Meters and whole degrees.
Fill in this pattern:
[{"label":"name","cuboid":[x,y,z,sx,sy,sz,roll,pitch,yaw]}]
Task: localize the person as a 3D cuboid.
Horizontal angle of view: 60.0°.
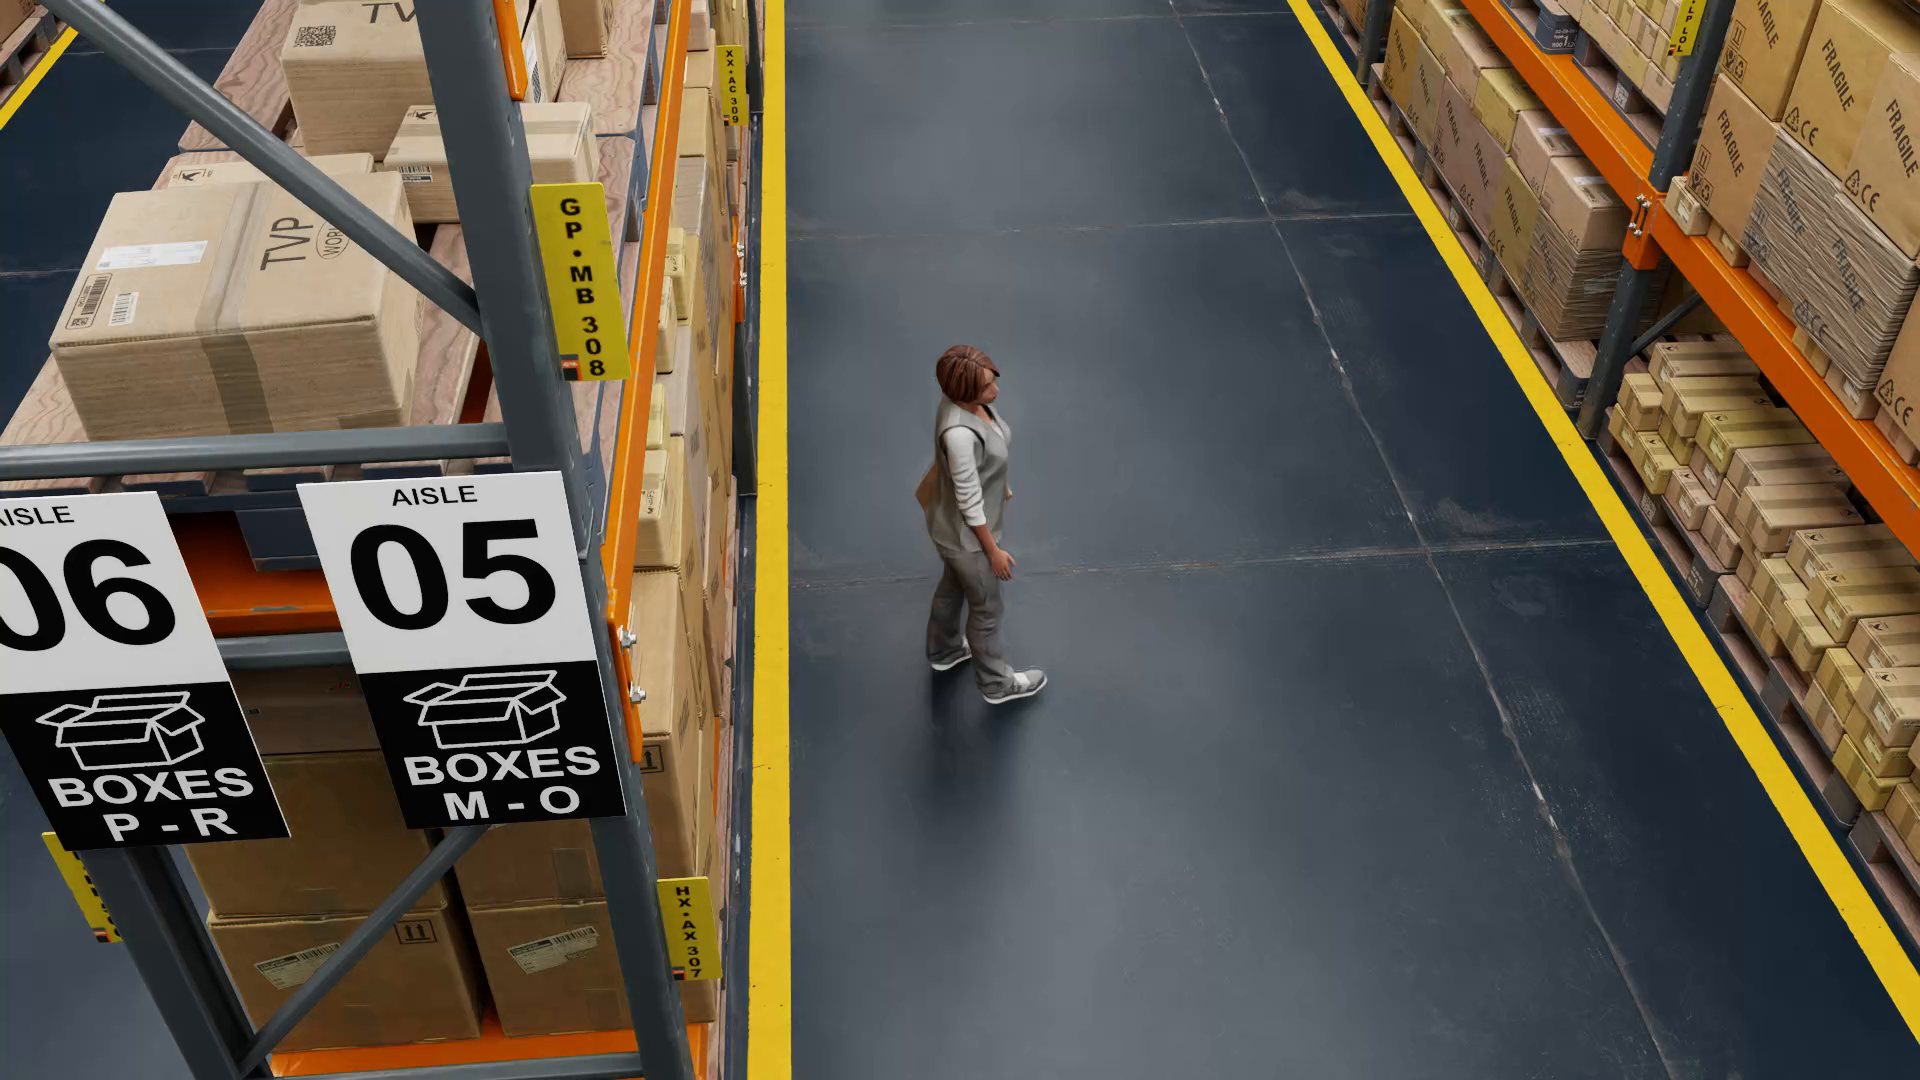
[{"label":"person","cuboid":[0.105,-0.053,6.193,0.484,1.603,0.466,0,40,-1]}]
